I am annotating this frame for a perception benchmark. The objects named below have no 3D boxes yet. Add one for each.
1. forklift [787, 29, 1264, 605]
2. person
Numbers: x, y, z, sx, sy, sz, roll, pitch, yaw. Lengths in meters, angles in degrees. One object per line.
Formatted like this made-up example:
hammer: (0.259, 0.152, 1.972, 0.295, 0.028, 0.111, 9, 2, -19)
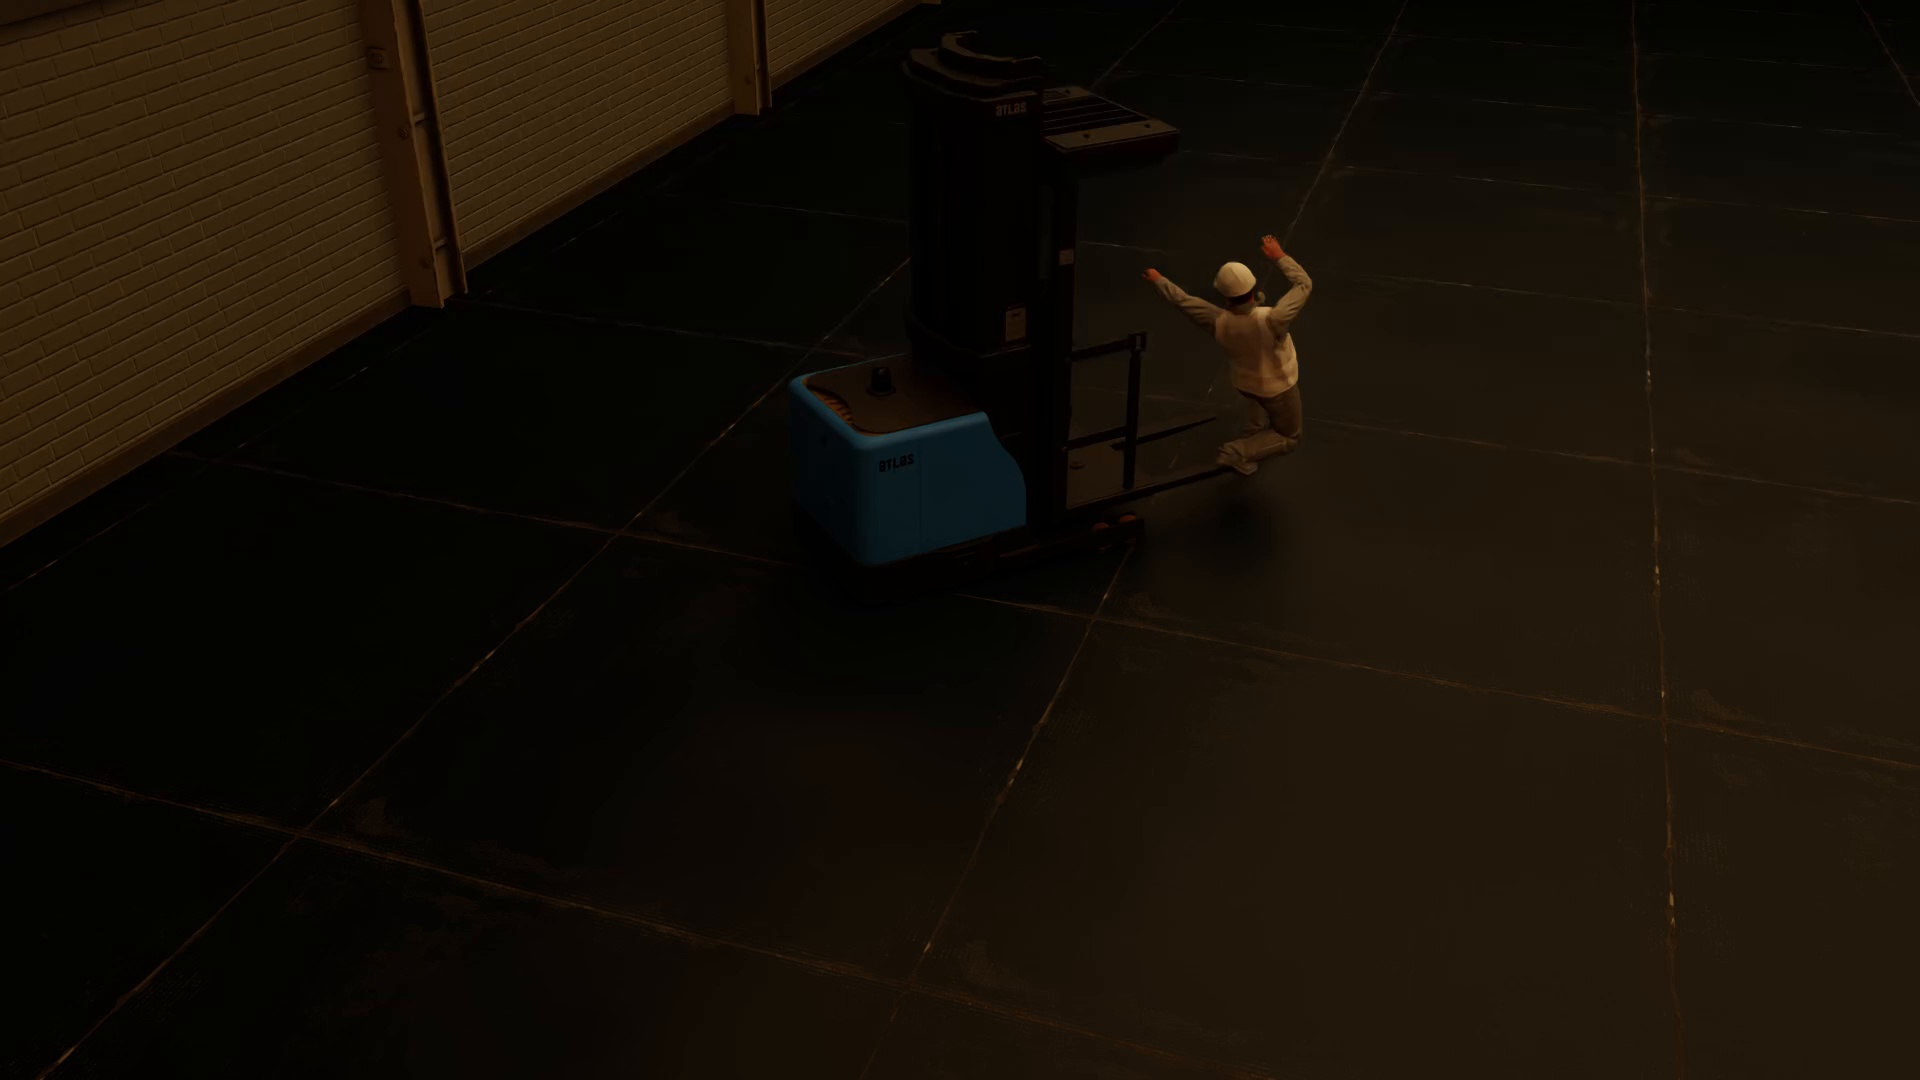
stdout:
forklift: (0.531, -1.423, 9.633, 3.031, 2.935, 1.130, -15, 33, -25)
person: (1.724, -1.203, 10.520, 0.841, 1.575, 1.078, -26, 38, -37)
